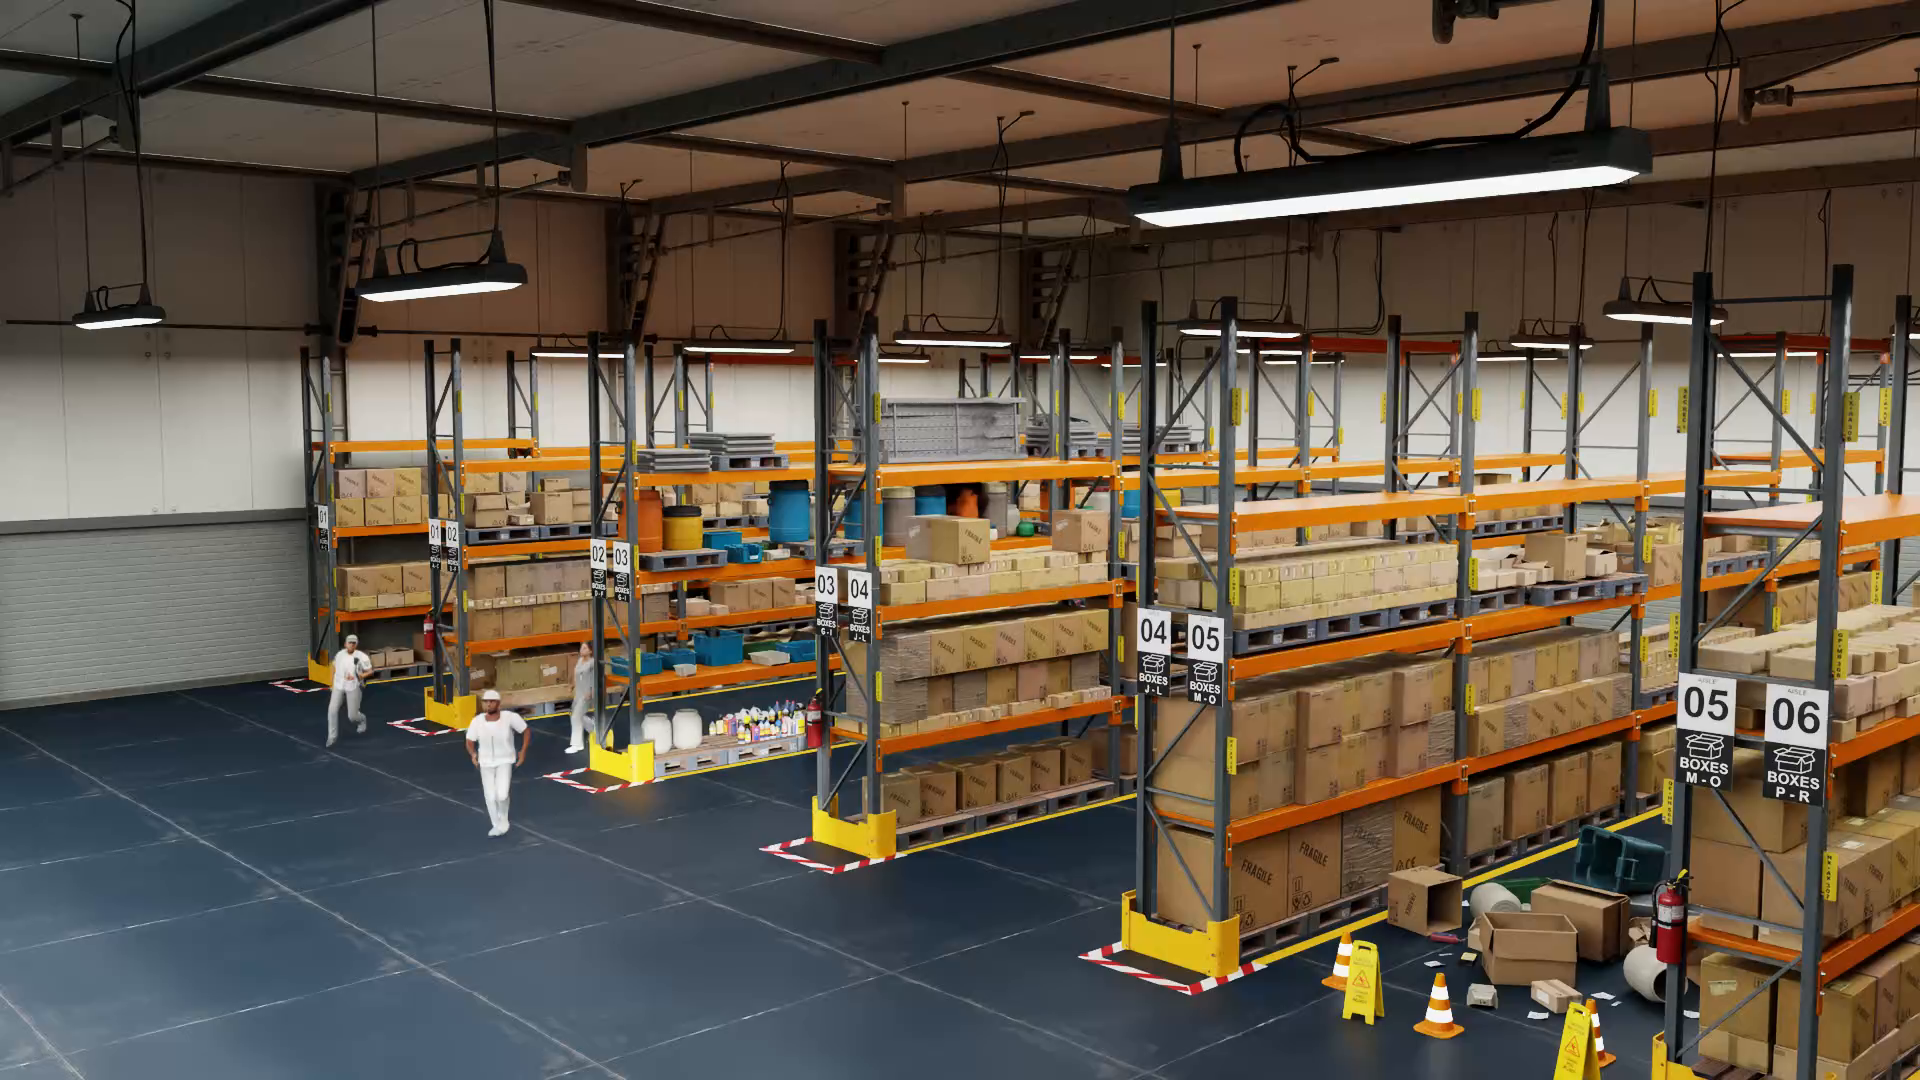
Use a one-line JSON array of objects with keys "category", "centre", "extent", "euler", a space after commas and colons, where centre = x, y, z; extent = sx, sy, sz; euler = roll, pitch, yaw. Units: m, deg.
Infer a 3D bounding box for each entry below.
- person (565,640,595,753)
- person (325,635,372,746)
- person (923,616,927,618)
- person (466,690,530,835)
[{"category": "person", "centre": [-5.342, 2.245, 24.032], "extent": [0.601, 1.634, 0.667], "euler": [4, 6, 37]}, {"category": "person", "centre": [-9.060, 2.214, 24.723], "extent": [0.637, 1.625, 0.747], "euler": [0, 5, -2]}, {"category": "person", "centre": [-0.517, 1.767, 29.161], "extent": [0.599, 1.657, 0.562], "euler": [4, 6, 39]}, {"category": "person", "centre": [-5.394, 2.601, 19.328], "extent": [0.712, 1.720, 0.575], "euler": [0, 5, -3]}]
